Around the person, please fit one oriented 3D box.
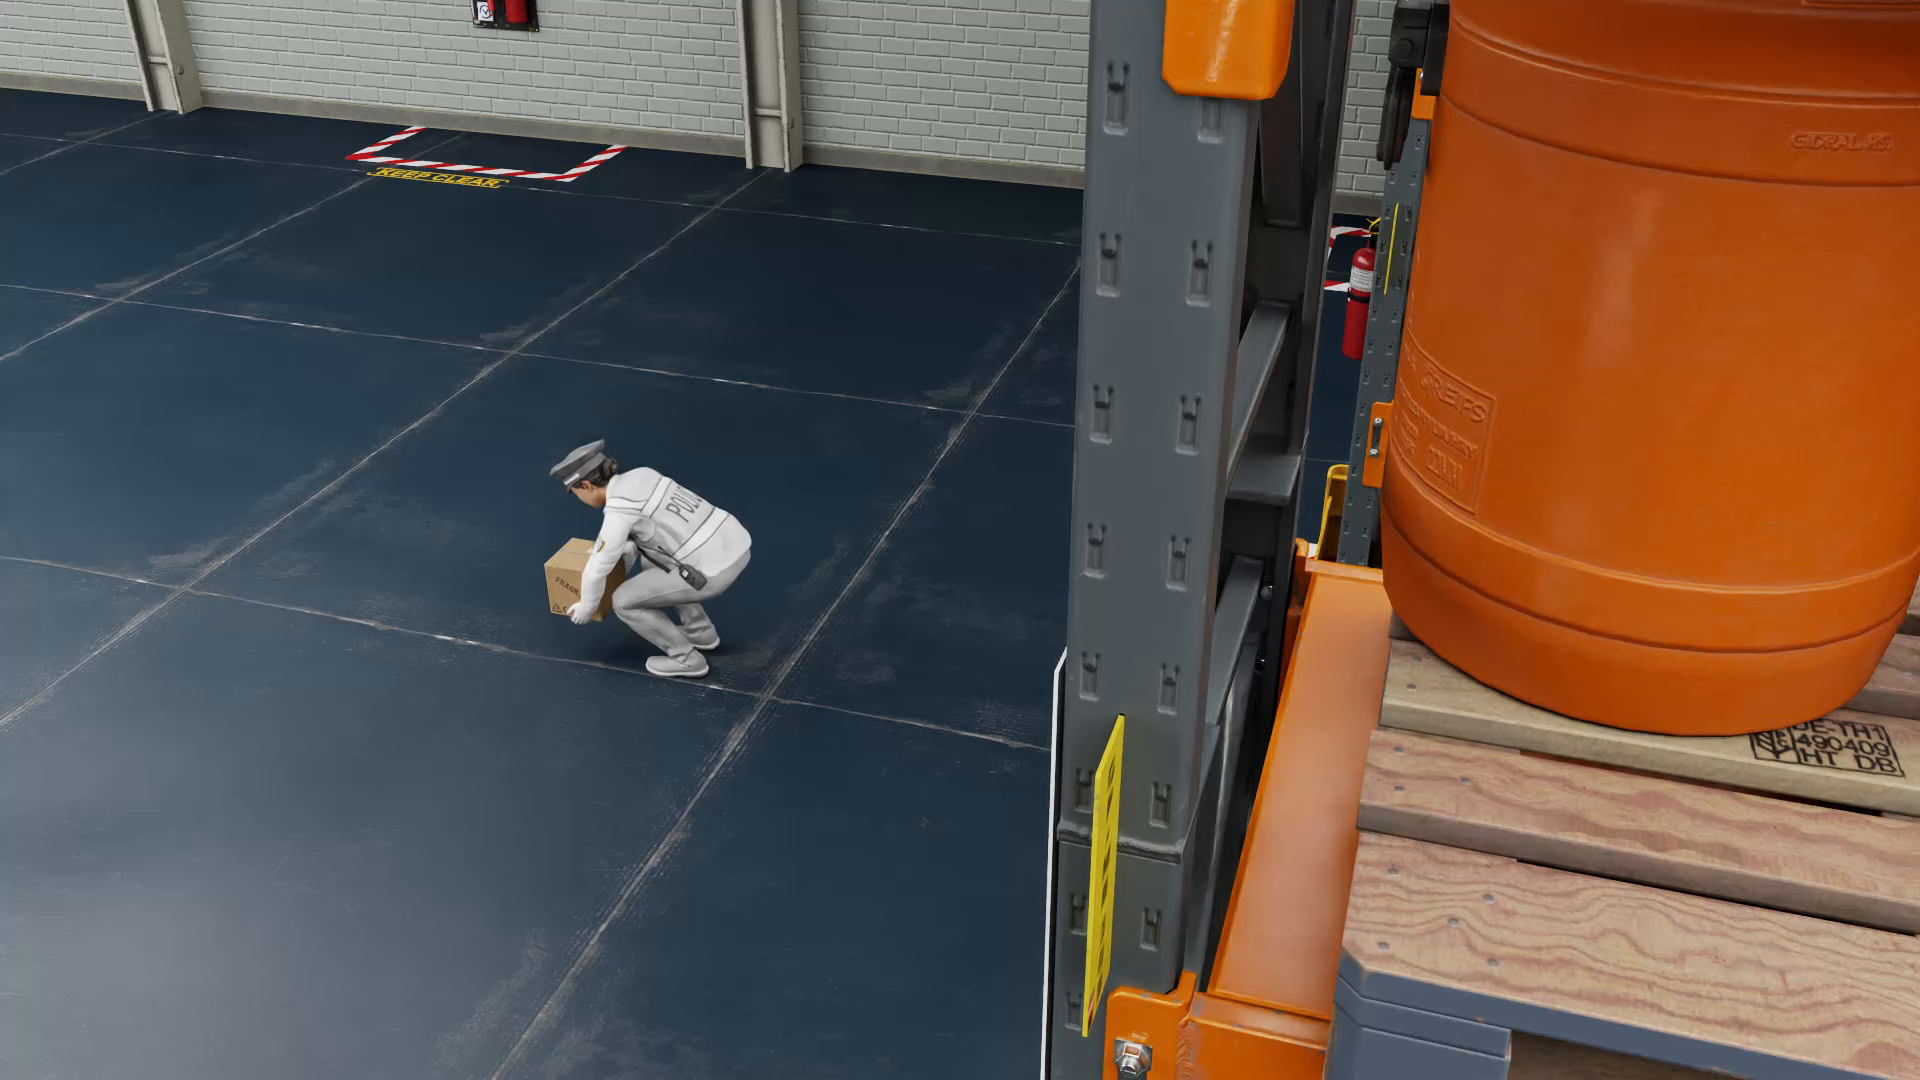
[{"bbox_3d":[-1.316,0.076,7.138,0.819,1.036,0.497,9,30,15],"label":"person"}]
